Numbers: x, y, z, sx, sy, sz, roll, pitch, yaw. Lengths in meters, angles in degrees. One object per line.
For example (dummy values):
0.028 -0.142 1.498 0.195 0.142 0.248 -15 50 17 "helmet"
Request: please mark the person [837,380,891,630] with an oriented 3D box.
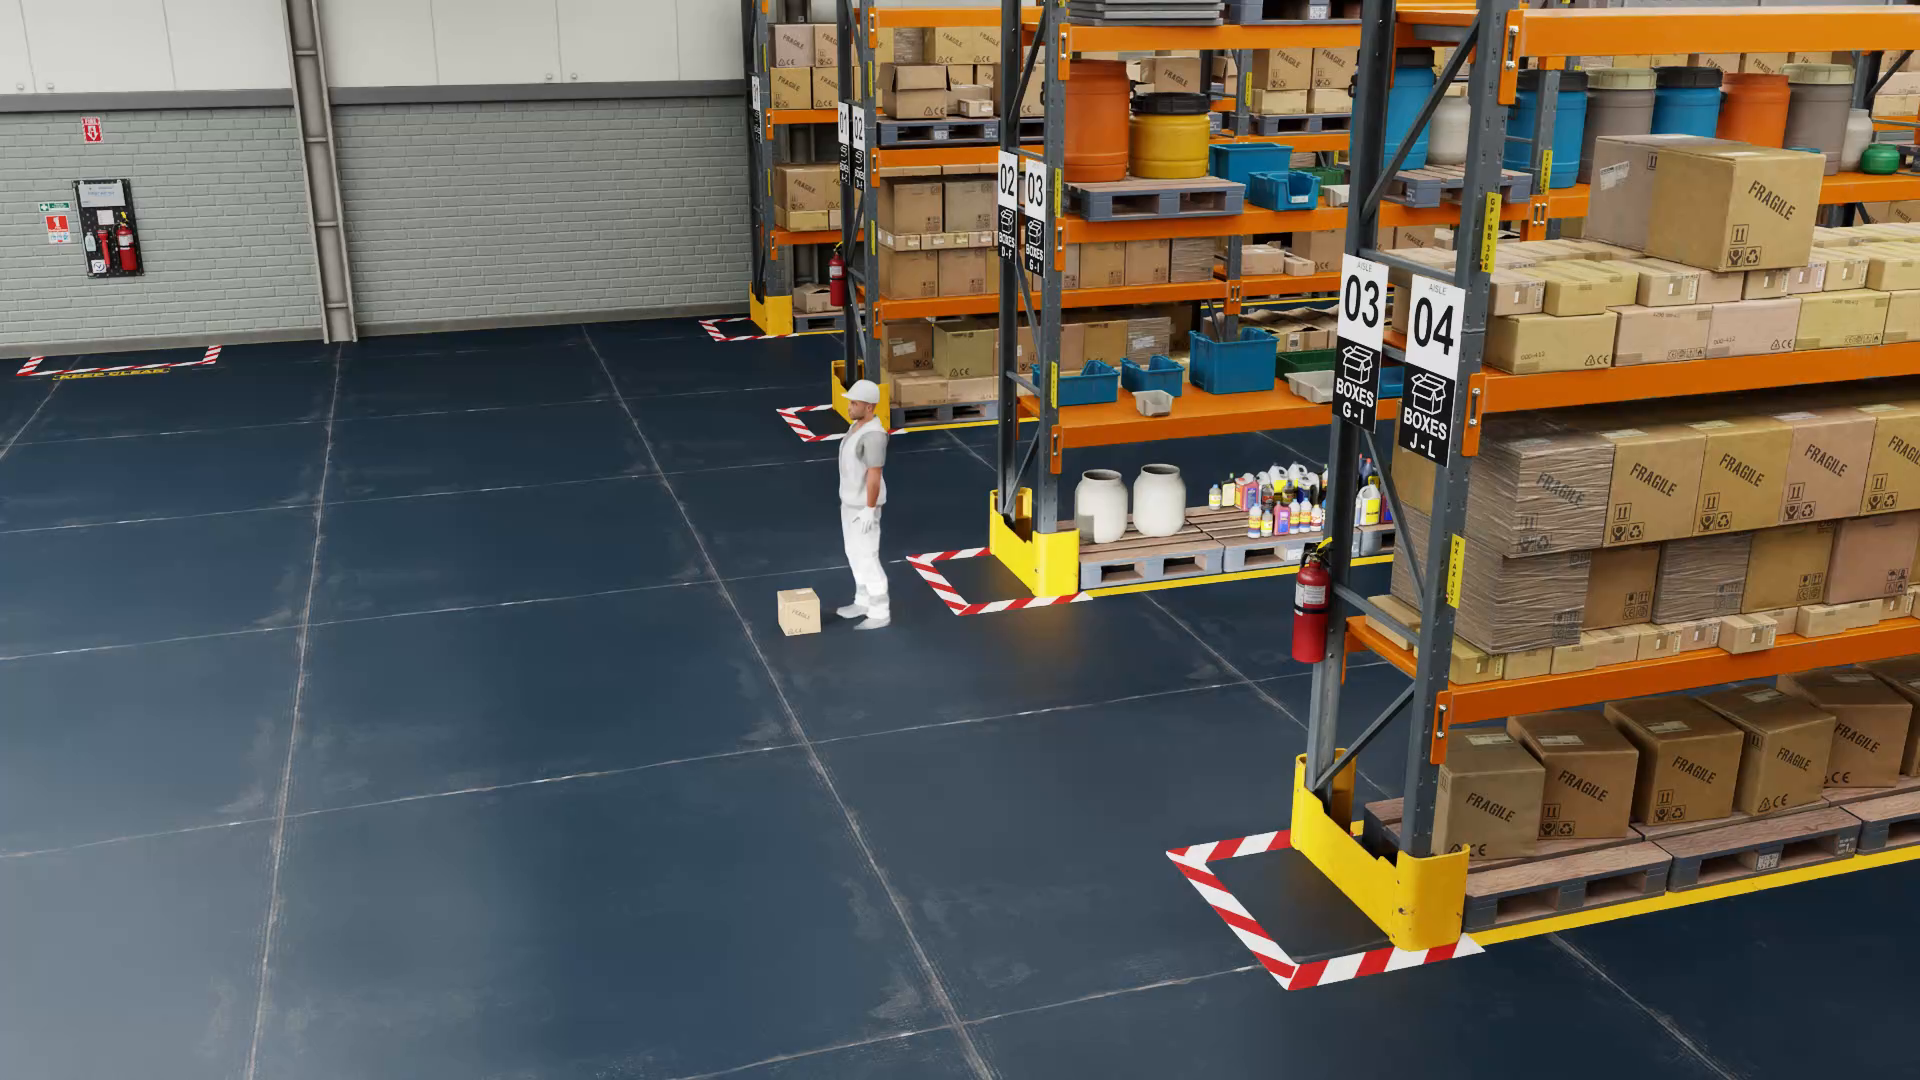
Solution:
-0.696 -0.241 11.787 0.349 1.825 0.524 -6 20 -16 "person"
